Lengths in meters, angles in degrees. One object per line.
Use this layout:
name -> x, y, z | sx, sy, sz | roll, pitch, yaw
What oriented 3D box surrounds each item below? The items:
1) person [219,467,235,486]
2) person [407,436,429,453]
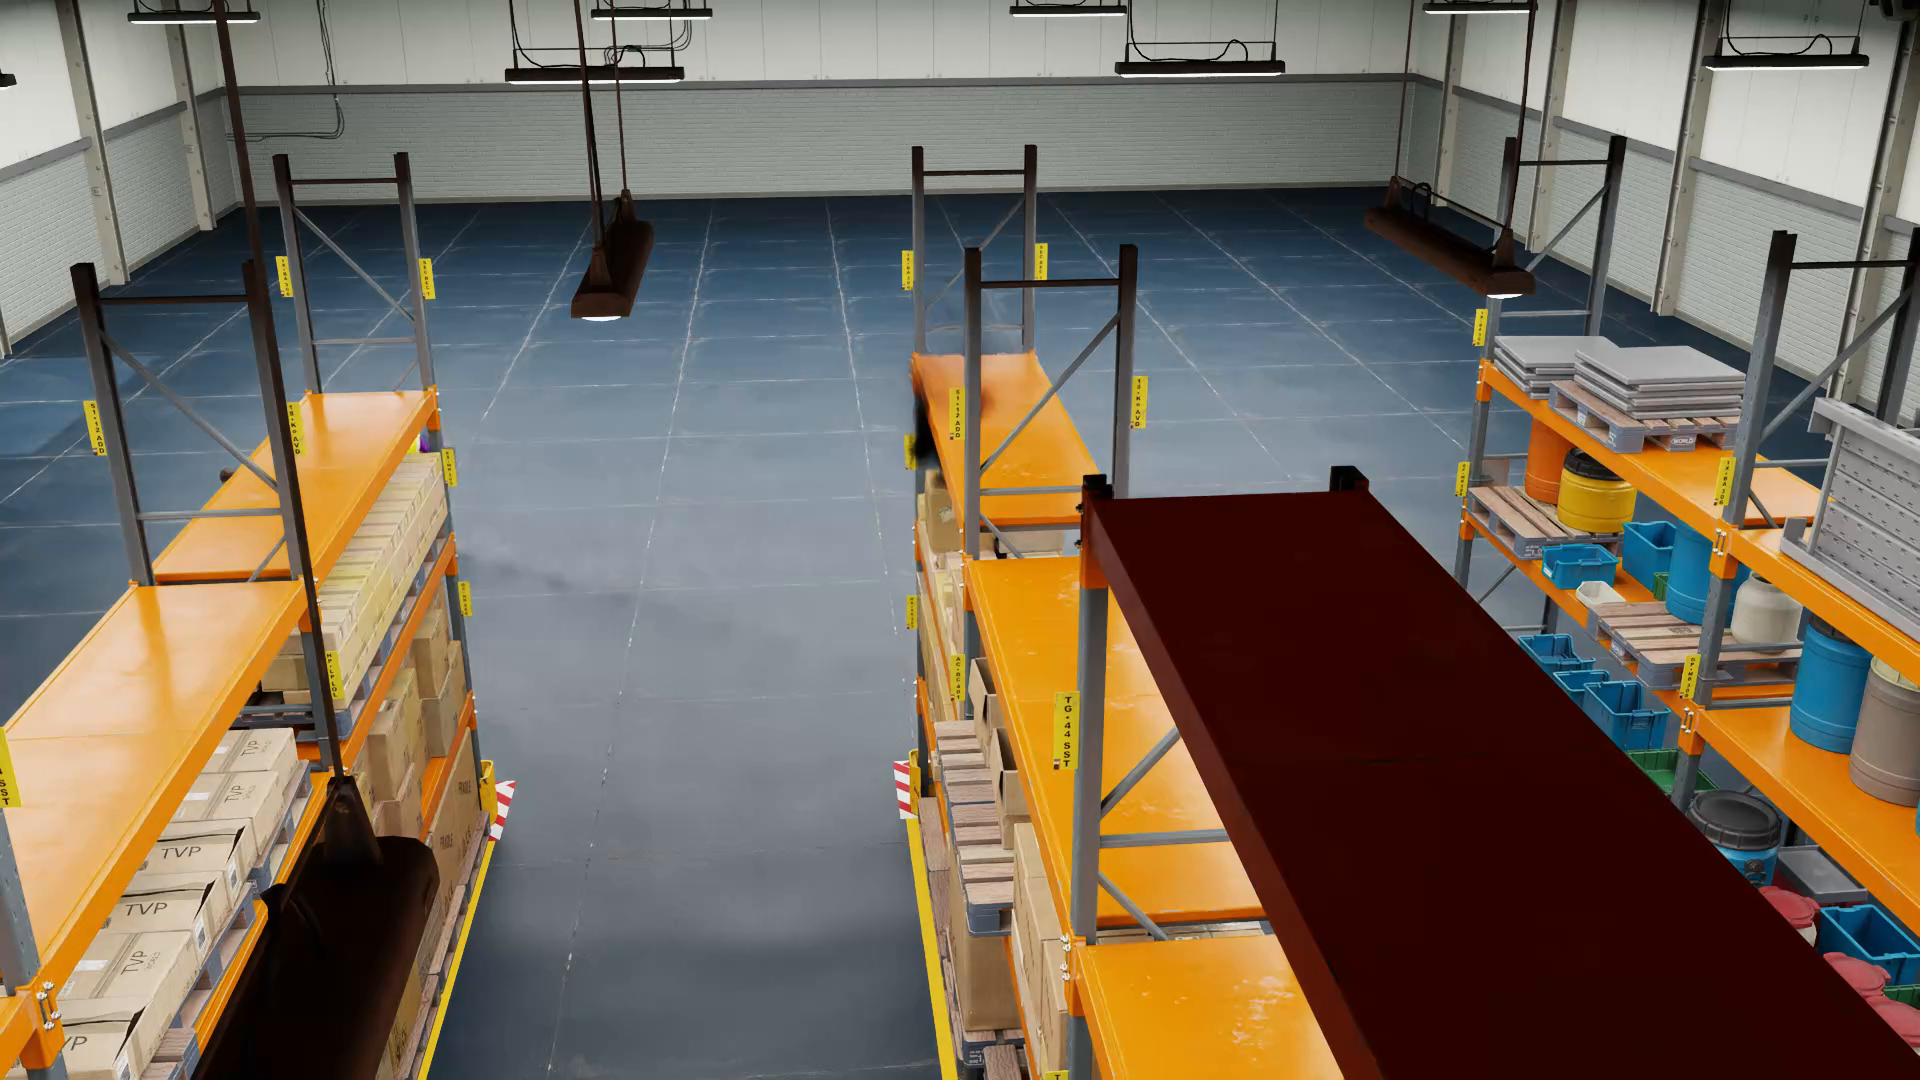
person -> -8.428, -0.031, 19.459 | 0.846, 1.686, 0.597 | 17, 27, 36
person -> -7.088, -0.780, 21.287 | 0.625, 1.716, 0.700 | 12, 25, 28
